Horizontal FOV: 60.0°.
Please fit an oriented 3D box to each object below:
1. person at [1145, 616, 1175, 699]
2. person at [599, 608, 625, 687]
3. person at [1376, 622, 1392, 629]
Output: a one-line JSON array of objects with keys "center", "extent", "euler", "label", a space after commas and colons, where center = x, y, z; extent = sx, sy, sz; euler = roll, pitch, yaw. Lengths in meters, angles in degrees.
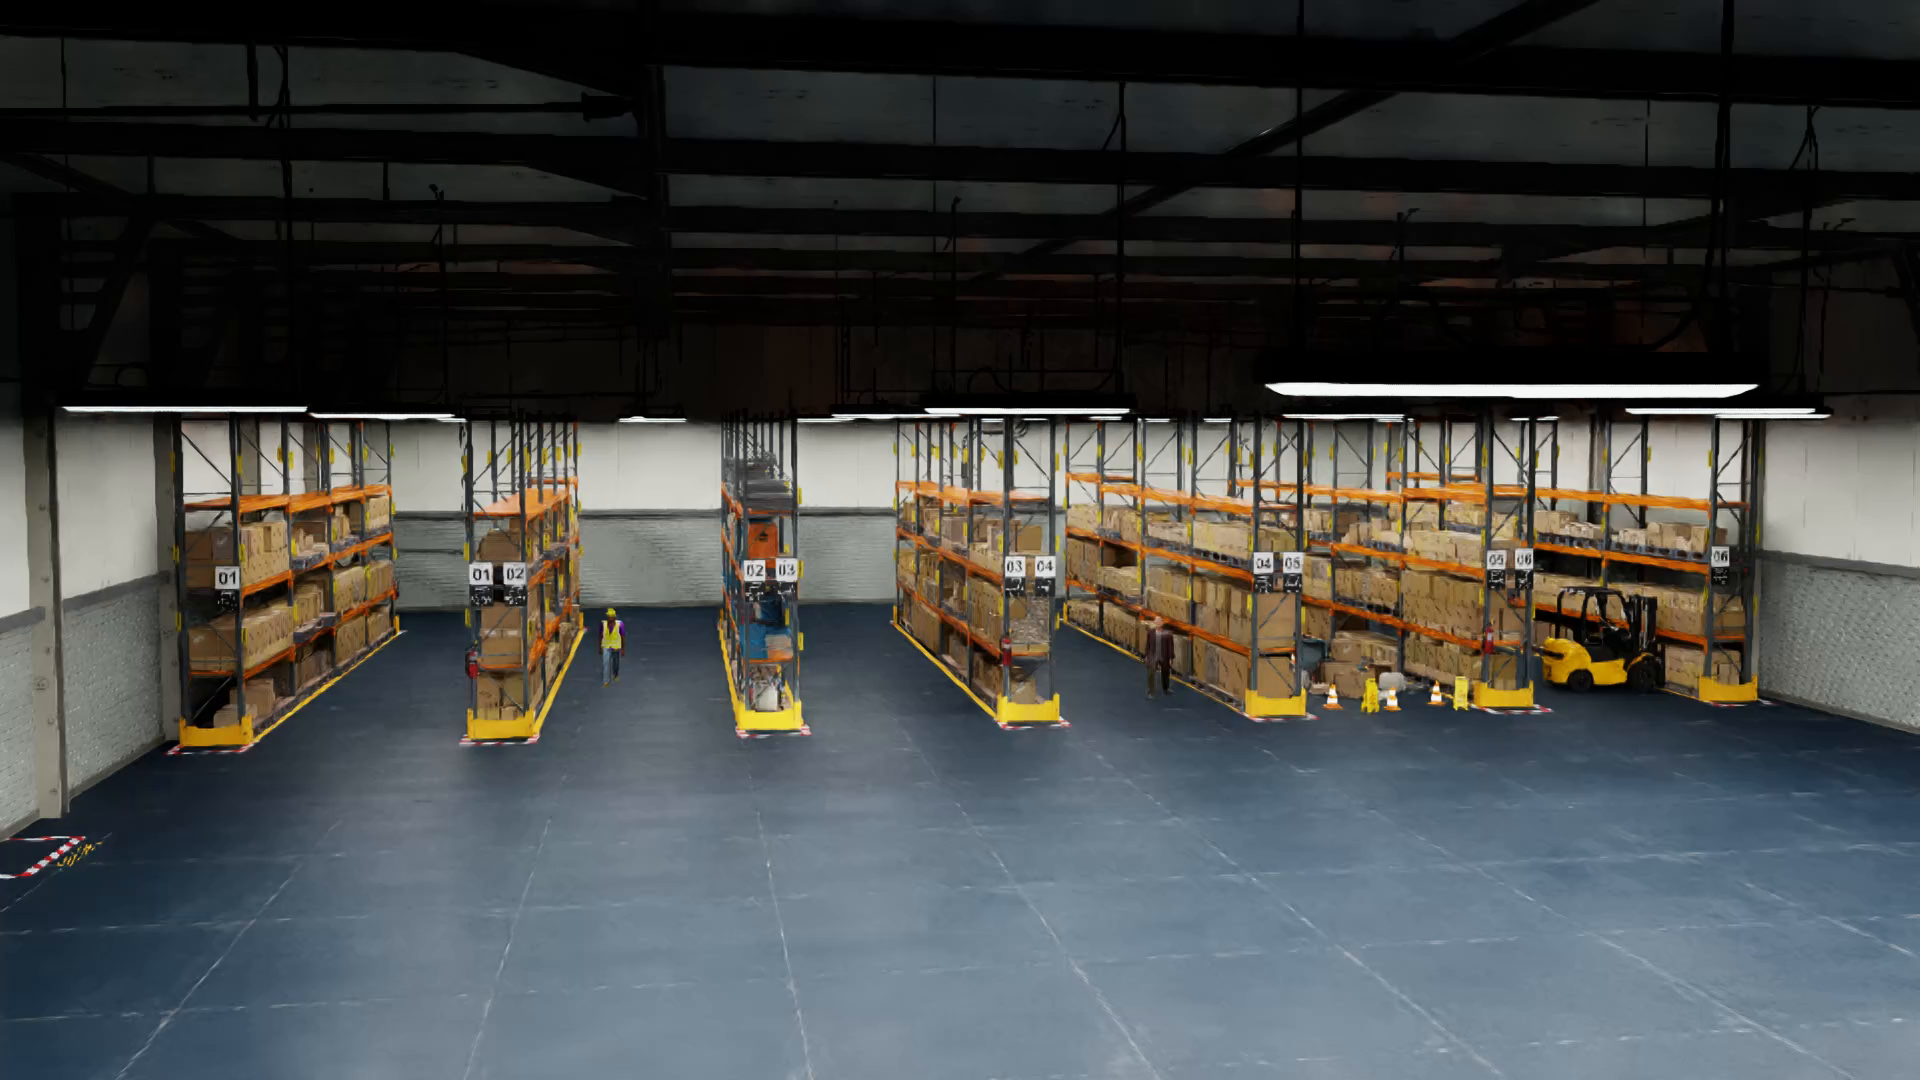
[{"center": [4.177, 2.534, 34.800], "extent": [0.636, 1.532, 1.046], "euler": [1, 4, 11], "label": "person"}, {"center": [-7.605, 2.332, 36.363], "extent": [0.575, 1.689, 1.128], "euler": [-1, 4, -12], "label": "person"}, {"center": [11.886, 1.642, 46.525], "extent": [0.465, 1.662, 0.498], "euler": [1, 4, 20], "label": "person"}]
